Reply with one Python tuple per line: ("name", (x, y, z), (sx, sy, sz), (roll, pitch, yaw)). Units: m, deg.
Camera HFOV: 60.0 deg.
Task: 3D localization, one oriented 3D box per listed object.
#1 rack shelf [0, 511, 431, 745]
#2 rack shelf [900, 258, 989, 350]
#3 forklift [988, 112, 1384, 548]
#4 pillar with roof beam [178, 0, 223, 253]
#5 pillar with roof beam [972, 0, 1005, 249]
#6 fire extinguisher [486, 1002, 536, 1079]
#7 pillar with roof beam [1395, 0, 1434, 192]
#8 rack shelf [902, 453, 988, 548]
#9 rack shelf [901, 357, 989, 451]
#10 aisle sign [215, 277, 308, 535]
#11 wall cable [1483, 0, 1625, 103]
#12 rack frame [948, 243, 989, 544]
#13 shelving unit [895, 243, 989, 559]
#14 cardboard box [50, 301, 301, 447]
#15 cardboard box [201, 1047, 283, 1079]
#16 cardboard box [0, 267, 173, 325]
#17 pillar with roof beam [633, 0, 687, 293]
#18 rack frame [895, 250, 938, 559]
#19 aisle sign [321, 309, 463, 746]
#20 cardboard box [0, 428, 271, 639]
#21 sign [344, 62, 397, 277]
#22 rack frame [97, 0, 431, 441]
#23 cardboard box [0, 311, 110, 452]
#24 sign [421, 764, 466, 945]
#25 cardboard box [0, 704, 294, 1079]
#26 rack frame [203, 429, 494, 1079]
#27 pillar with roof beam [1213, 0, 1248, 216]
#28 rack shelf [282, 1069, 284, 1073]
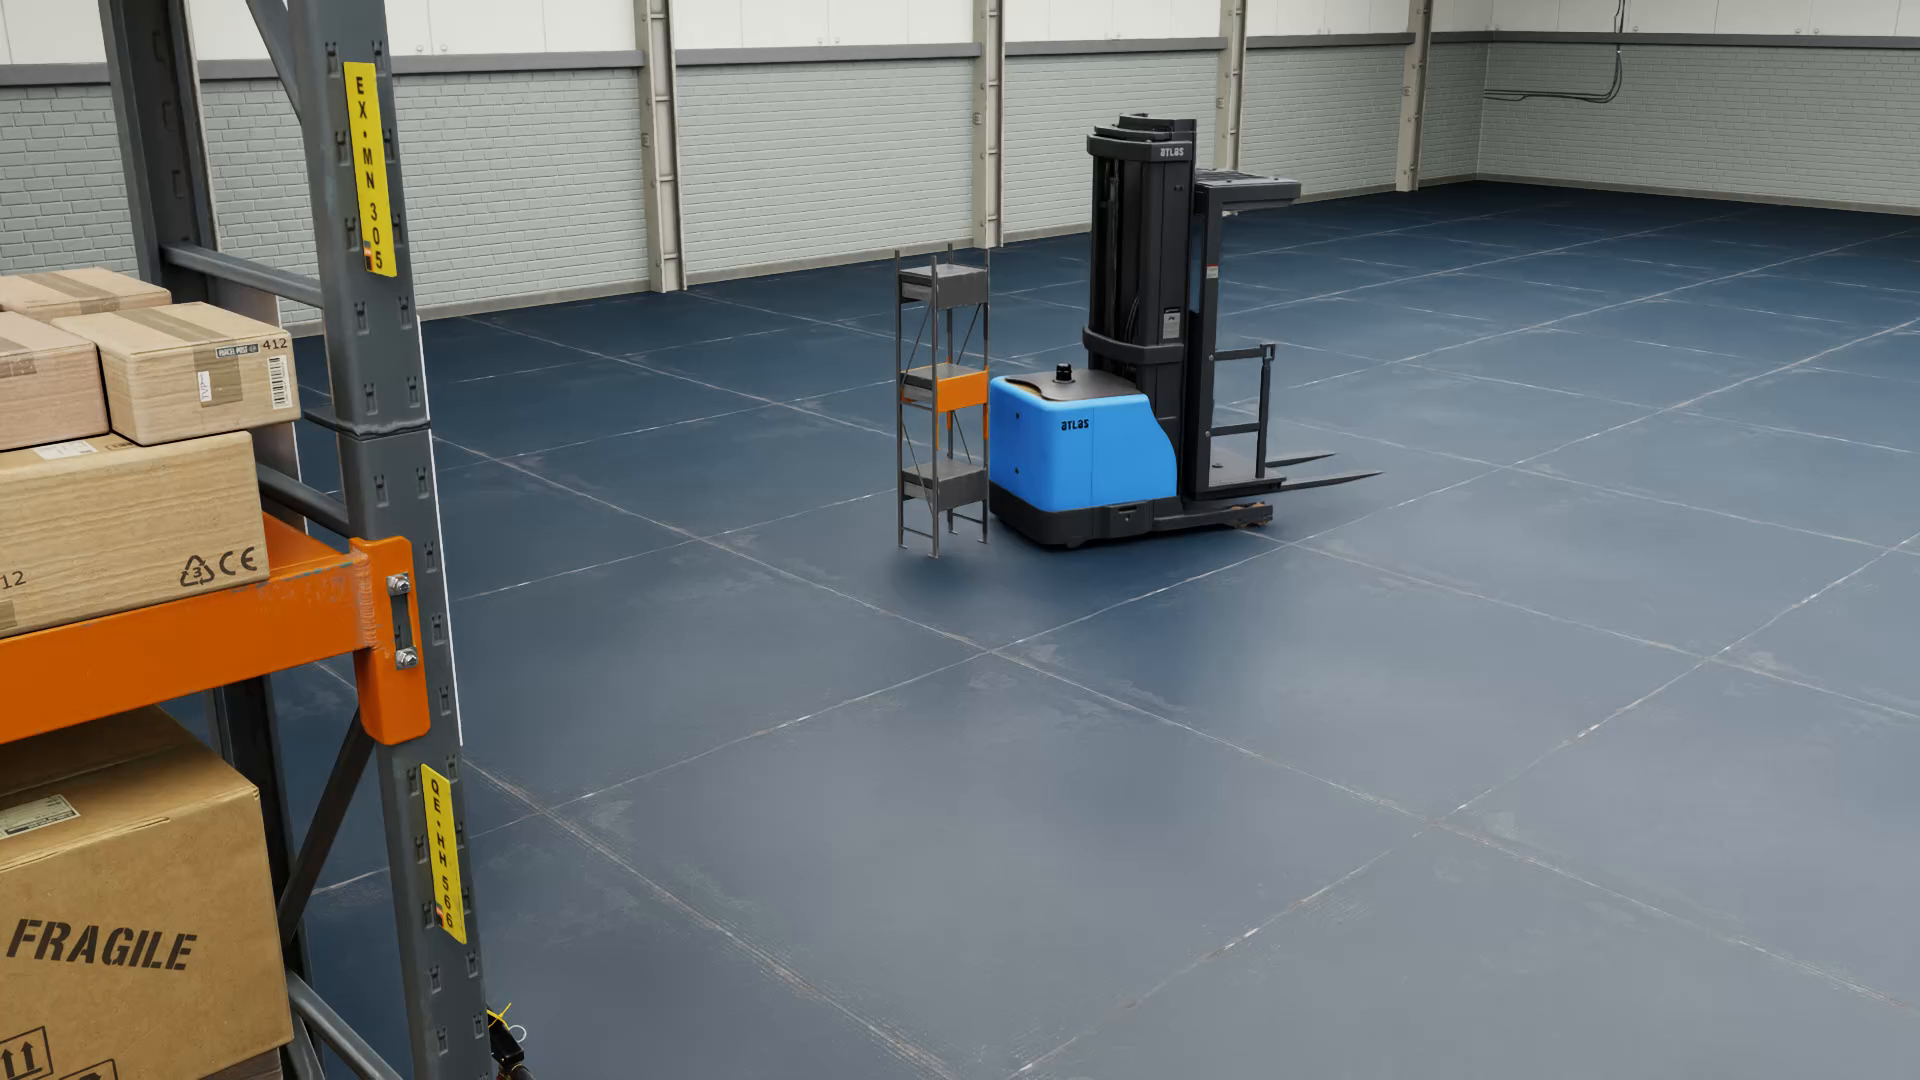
("rack shelf", (-2.748, 0.477, 1.953), (4.000, 0.370, 1.077), (-16, 24, -41))
("rack shelf", (-0.120, -1.617, 11.341), (0.480, 0.518, 0.431), (-16, 24, -41))
("forklift", (1.765, -1.616, 12.216), (3.031, 2.935, 1.130), (-8, 19, -22))
("pillar with roof beam", (-5.324, -5.409, 14.078), (0.400, 9.000, 9.100), (-16, 24, -41))
("pillar with roof beam", (3.396, -7.952, 21.921), (0.400, 9.000, 9.100), (-16, 24, -41))
("fire extinguisher", (-0.895, 1.254, 3.380), (0.183, 0.674, 0.296), (-16, 24, -41))
("pillar with roof beam", (12.115, -10.495, 29.763), (0.400, 9.000, 9.100), (-16, 24, -41))
("rack shelf", (-0.120, -0.285, 11.773), (0.480, 0.518, 0.431), (-16, 24, -41))
("rack shelf", (-0.120, -0.951, 11.557), (0.480, 0.518, 0.431), (-16, 24, -41))
("aisle sign", (-1.455, -0.179, 3.458), (0.004, 0.787, 0.394), (-16, 24, -41))
("wall cable", (12.206, -10.310, 34.229), (0.112, 2.526, 3.097), (-16, 24, -41))
("rack frame", (0.057, -1.015, 11.712), (0.015, 2.100, 0.400), (-16, 24, -41))
("shelving unit", (-0.120, -0.964, 11.553), (0.503, 2.100, 0.431), (-16, 24, -41))
("cardboard box", (-1.282, -0.278, 2.713), (0.250, 0.149, 0.380), (-16, 24, -41))
("cardboard box", (-1.713, 1.059, 3.210), (0.500, 0.500, 0.875), (-16, 24, -41))
("cardboard box", (-1.653, -0.401, 3.090), (0.250, 0.149, 0.380), (-16, 24, -41))
("pillar with roof beam", (-0.964, -6.681, 17.999), (0.400, 9.000, 9.100), (-16, 24, -41))
("rack frame", (-0.298, -0.912, 11.393), (0.015, 2.100, 0.400), (-16, 24, -41))
("aisle sign", (-1.043, -0.045, 3.044), (0.004, 0.787, 0.394), (-16, 24, -41))
("cardboard box", (-1.470, -0.058, 2.681), (0.500, 0.250, 0.500), (-16, 24, -40))
("sign", (-0.928, -0.581, 2.615), (0.005, 0.325, 0.100), (-16, 24, -41))
("rack frame", (-1.294, -1.716, 2.686), (0.127, 3.000, 1.000), (-16, 24, -41))
("cardboard box", (-1.551, -0.250, 2.624), (0.380, 0.149, 0.250), (17, 25, 42))
("sign", (-0.928, 0.565, 2.987), (0.005, 0.325, 0.100), (-16, 24, -41))
("cardboard box", (-1.524, 0.645, 2.866), (0.500, 0.500, 0.500), (-16, 24, -41))
("rack frame", (-1.294, 1.138, 3.611), (0.127, 3.000, 1.000), (-16, 24, -41))
("pillar with roof beam", (7.755, -9.223, 25.842), (0.400, 9.000, 9.100), (-16, 24, -41))
("rack shelf", (-2.748, 1.904, 2.415), (4.000, 0.370, 1.077), (-16, 24, -41))
